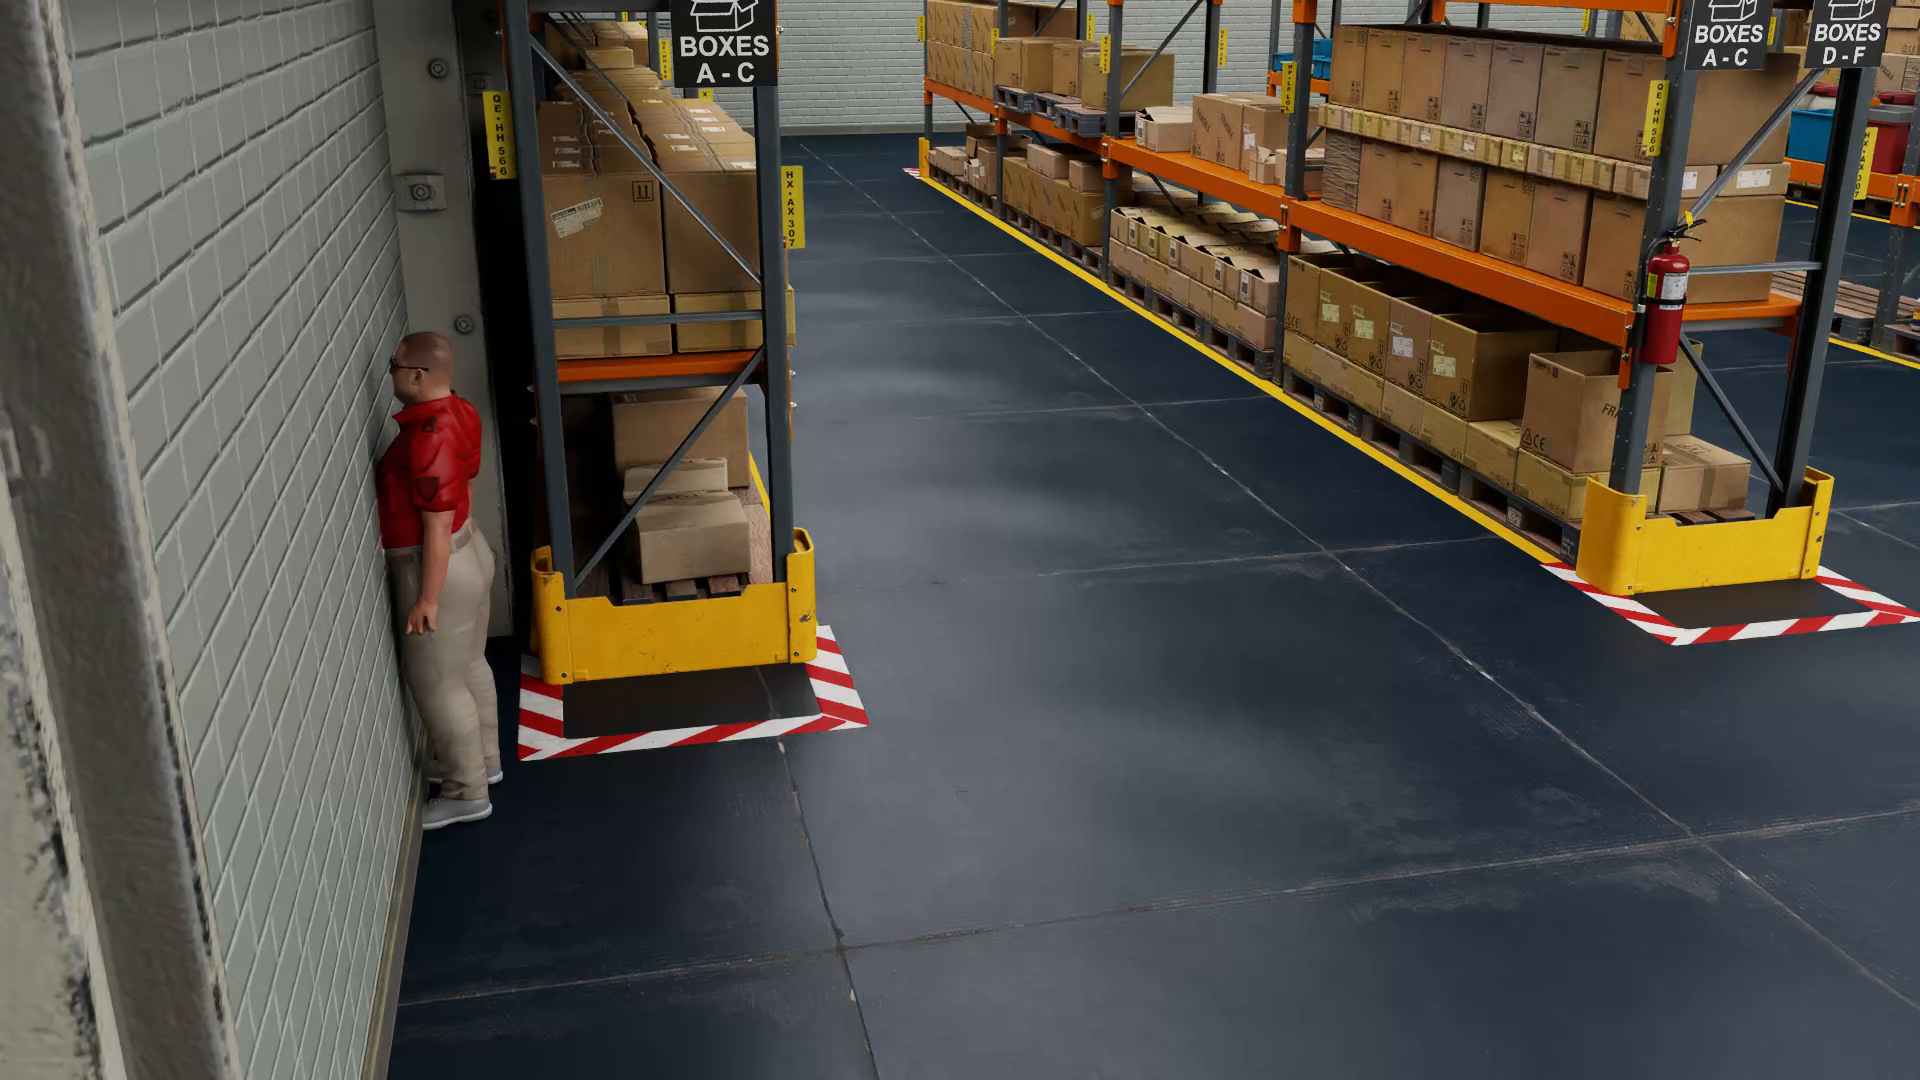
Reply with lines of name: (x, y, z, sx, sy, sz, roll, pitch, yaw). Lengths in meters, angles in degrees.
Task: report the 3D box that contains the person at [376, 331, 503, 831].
person: (-1.812, 0.134, 5.719, 0.379, 1.728, 0.519, -1, 20, -4)
